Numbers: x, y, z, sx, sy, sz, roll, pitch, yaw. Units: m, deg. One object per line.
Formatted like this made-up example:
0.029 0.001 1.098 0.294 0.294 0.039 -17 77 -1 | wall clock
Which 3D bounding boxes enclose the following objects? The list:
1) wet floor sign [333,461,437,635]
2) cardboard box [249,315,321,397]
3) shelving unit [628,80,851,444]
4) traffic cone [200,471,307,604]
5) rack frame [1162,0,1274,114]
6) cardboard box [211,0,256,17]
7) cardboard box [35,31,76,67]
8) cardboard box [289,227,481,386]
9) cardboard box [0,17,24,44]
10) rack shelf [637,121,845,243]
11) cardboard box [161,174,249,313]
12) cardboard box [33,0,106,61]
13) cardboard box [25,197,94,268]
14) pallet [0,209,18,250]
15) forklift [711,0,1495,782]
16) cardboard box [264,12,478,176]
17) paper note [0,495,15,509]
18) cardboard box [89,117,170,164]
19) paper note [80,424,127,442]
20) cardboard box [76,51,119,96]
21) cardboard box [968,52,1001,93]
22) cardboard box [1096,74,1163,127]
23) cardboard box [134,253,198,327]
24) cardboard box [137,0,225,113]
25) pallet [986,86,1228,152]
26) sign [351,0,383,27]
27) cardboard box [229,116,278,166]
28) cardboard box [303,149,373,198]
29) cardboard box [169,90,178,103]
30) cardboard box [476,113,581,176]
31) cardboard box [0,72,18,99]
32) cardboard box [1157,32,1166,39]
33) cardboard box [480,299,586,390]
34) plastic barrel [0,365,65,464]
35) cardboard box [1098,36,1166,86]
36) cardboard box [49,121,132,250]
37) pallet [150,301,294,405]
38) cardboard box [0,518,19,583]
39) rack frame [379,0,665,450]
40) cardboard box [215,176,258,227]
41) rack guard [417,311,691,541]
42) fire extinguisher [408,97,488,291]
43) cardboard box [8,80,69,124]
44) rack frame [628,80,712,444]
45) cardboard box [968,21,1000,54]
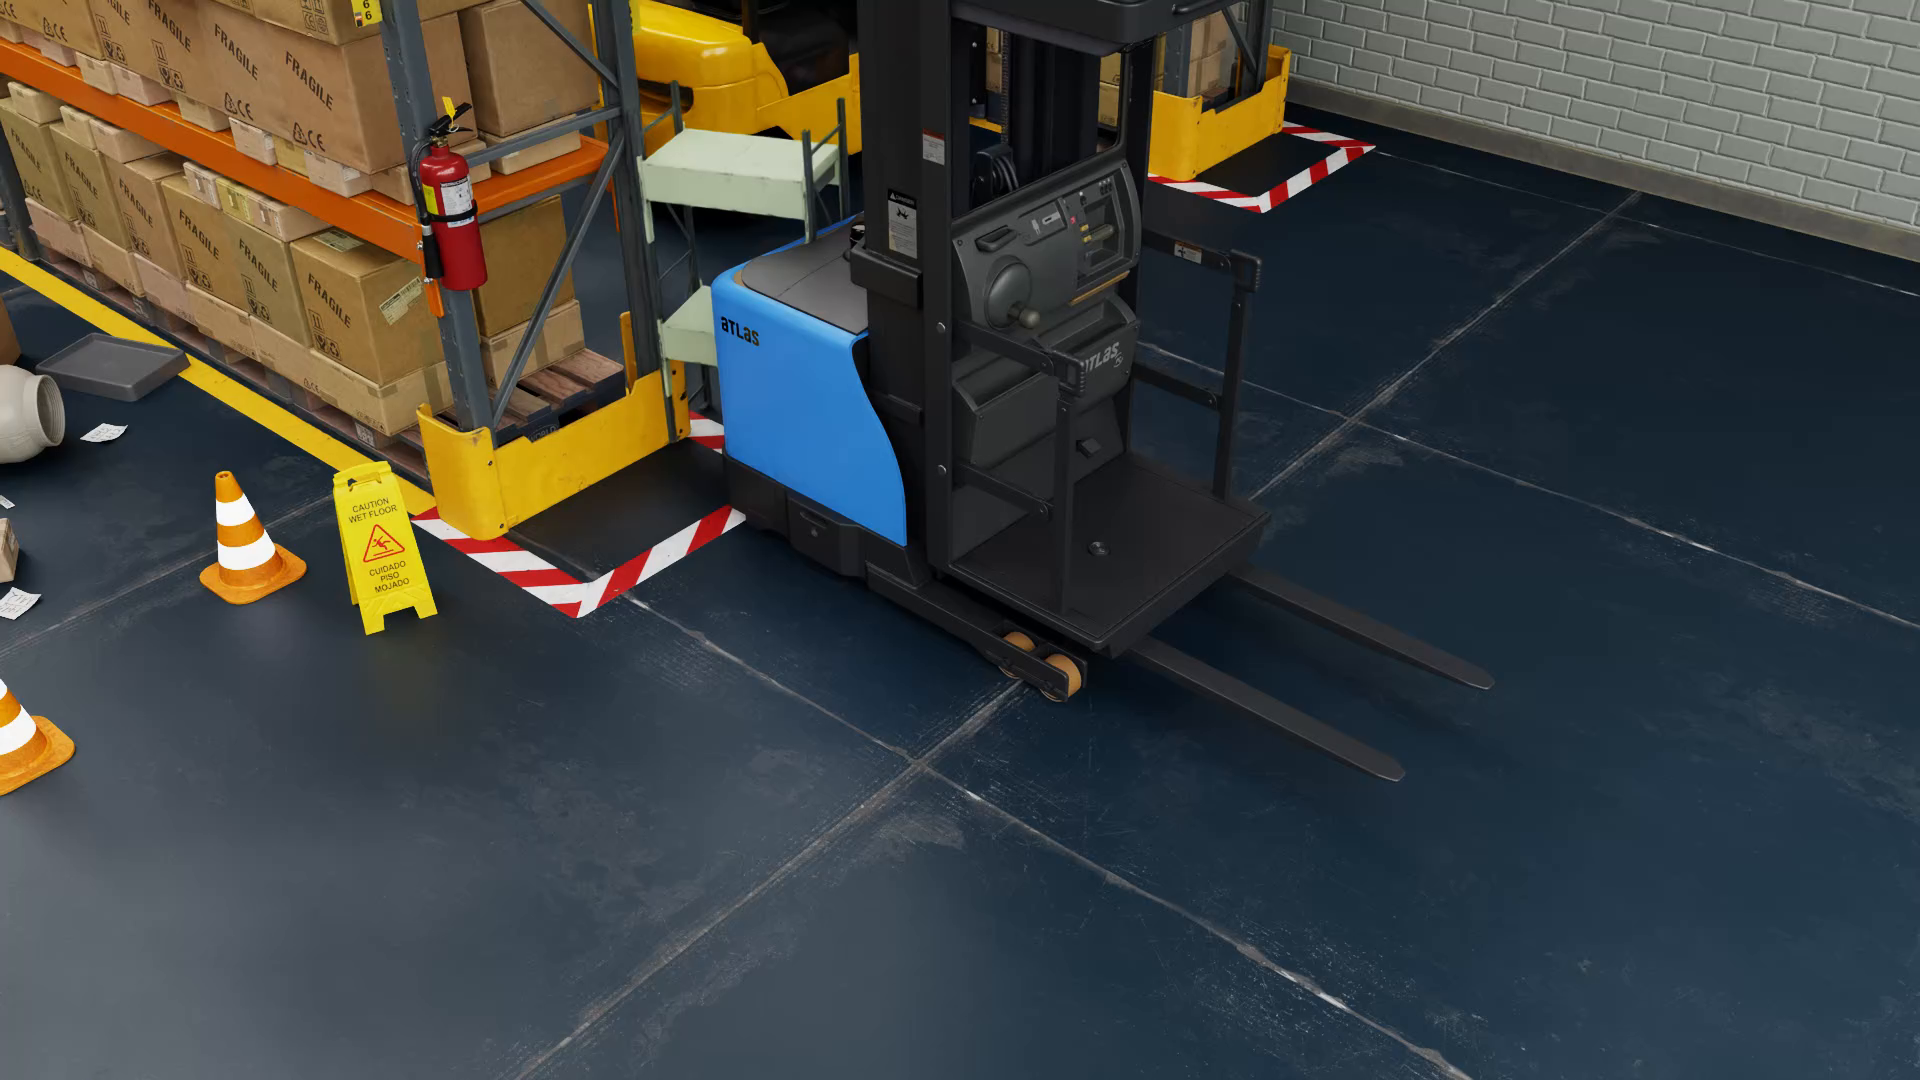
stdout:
-2.166 -0.003 6.184 0.267 0.644 0.232 -18 38 -25 | wet floor sign
-2.813 -0.914 7.489 0.500 0.250 0.500 25 42 32 | cardboard box
-0.871 -1.094 6.979 0.755 1.500 0.431 10 36 15 | shelving unit
-2.783 -0.056 6.423 0.334 0.463 0.336 25 42 32 | traffic cone
1.546 -3.668 9.442 0.127 3.000 1.000 25 42 32 | rack frame
-2.543 -2.360 6.302 0.500 0.500 0.700 26 42 32 | cardboard box
-4.045 -2.342 7.733 0.250 0.149 0.380 27 43 33 | cardboard box
-2.409 -1.033 7.000 0.500 0.500 0.500 26 42 32 | cardboard box
-4.437 -2.530 8.006 0.250 0.149 0.380 27 43 33 | cardboard box
-0.875 -1.417 6.760 0.720 0.370 0.431 10 36 15 | rack shelf
-3.196 -1.406 7.544 0.500 0.500 0.500 24 41 31 | cardboard box
-3.763 -2.480 7.361 0.500 0.500 0.500 25 42 31 | cardboard box
-4.420 -1.665 8.582 0.500 0.250 0.500 23 41 30 | cardboard box
-5.300 -2.088 9.604 1.213 0.211 1.003 25 42 32 | pallet
0.470 -0.972 5.576 3.031 2.935 1.130 27 43 33 | forklift
-2.220 -1.748 6.294 0.500 0.500 0.500 24 41 31 | cardboard box
-4.008 -0.160 6.974 0.123 0.001 0.032 25 42 32 | paper note
-3.758 -1.888 7.672 0.250 0.149 0.380 28 43 34 | cardboard box
-3.821 -0.482 7.425 0.148 0.019 0.142 12 36 16 | paper note
-3.687 -2.132 7.426 0.250 0.149 0.380 25 42 32 | cardboard box
0.228 -3.110 10.687 0.500 0.250 0.500 26 42 32 | cardboard box
0.983 -2.741 10.149 0.500 0.250 0.500 26 42 32 | cardboard box
-3.593 -1.285 8.030 0.500 0.250 0.500 25 41 31 | cardboard box
-2.984 -2.114 6.828 0.500 0.500 0.500 25 42 32 | cardboard box
0.932 -2.778 10.608 1.213 0.211 1.003 25 42 32 | pallet
-1.997 -1.881 5.537 0.005 0.325 0.100 25 42 32 | sign
-2.717 -1.672 6.757 0.250 0.149 0.380 26 42 33 | cardboard box
-2.317 -1.490 6.491 0.250 0.149 0.380 25 42 31 | cardboard box
-3.213 -2.008 7.247 0.250 0.149 0.380 25 42 32 | cardboard box
-1.756 -1.617 6.677 0.250 0.149 0.380 25 42 32 | cardboard box
-5.660 -2.494 9.682 0.625 0.372 0.950 28 43 34 | cardboard box
0.993 -3.151 9.864 0.500 0.250 0.500 27 43 33 | cardboard box
-2.070 -0.960 7.555 0.500 0.250 0.500 25 42 31 | cardboard box
-4.183 -0.535 7.155 0.512 0.421 0.421 -6 35 -8 | plastic barrel
0.972 -2.954 10.018 0.500 0.250 0.500 25 41 31 | cardboard box
-4.001 -1.785 8.095 0.500 0.500 0.500 27 43 34 | cardboard box
-3.220 -1.137 8.219 1.213 0.211 1.003 25 42 32 | pallet
-3.926 0.072 6.514 0.380 0.149 0.250 -12 36 -17 | cardboard box
-1.627 -1.507 6.295 0.127 3.000 1.000 25 42 32 | rack frame
-2.926 -1.496 7.102 0.250 0.149 0.380 26 42 33 | cardboard box
-1.685 -0.504 7.043 0.348 0.500 1.175 25 42 32 | rack guard
-1.834 -1.234 5.965 0.183 0.674 0.296 25 42 32 | fire extinguisher
-4.363 -2.170 8.082 0.250 0.149 0.380 26 42 32 | cardboard box
-1.219 -1.155 7.074 0.023 1.500 0.400 10 36 15 | rack frame
0.183 -3.318 10.549 0.500 0.250 0.500 24 41 31 | cardboard box
